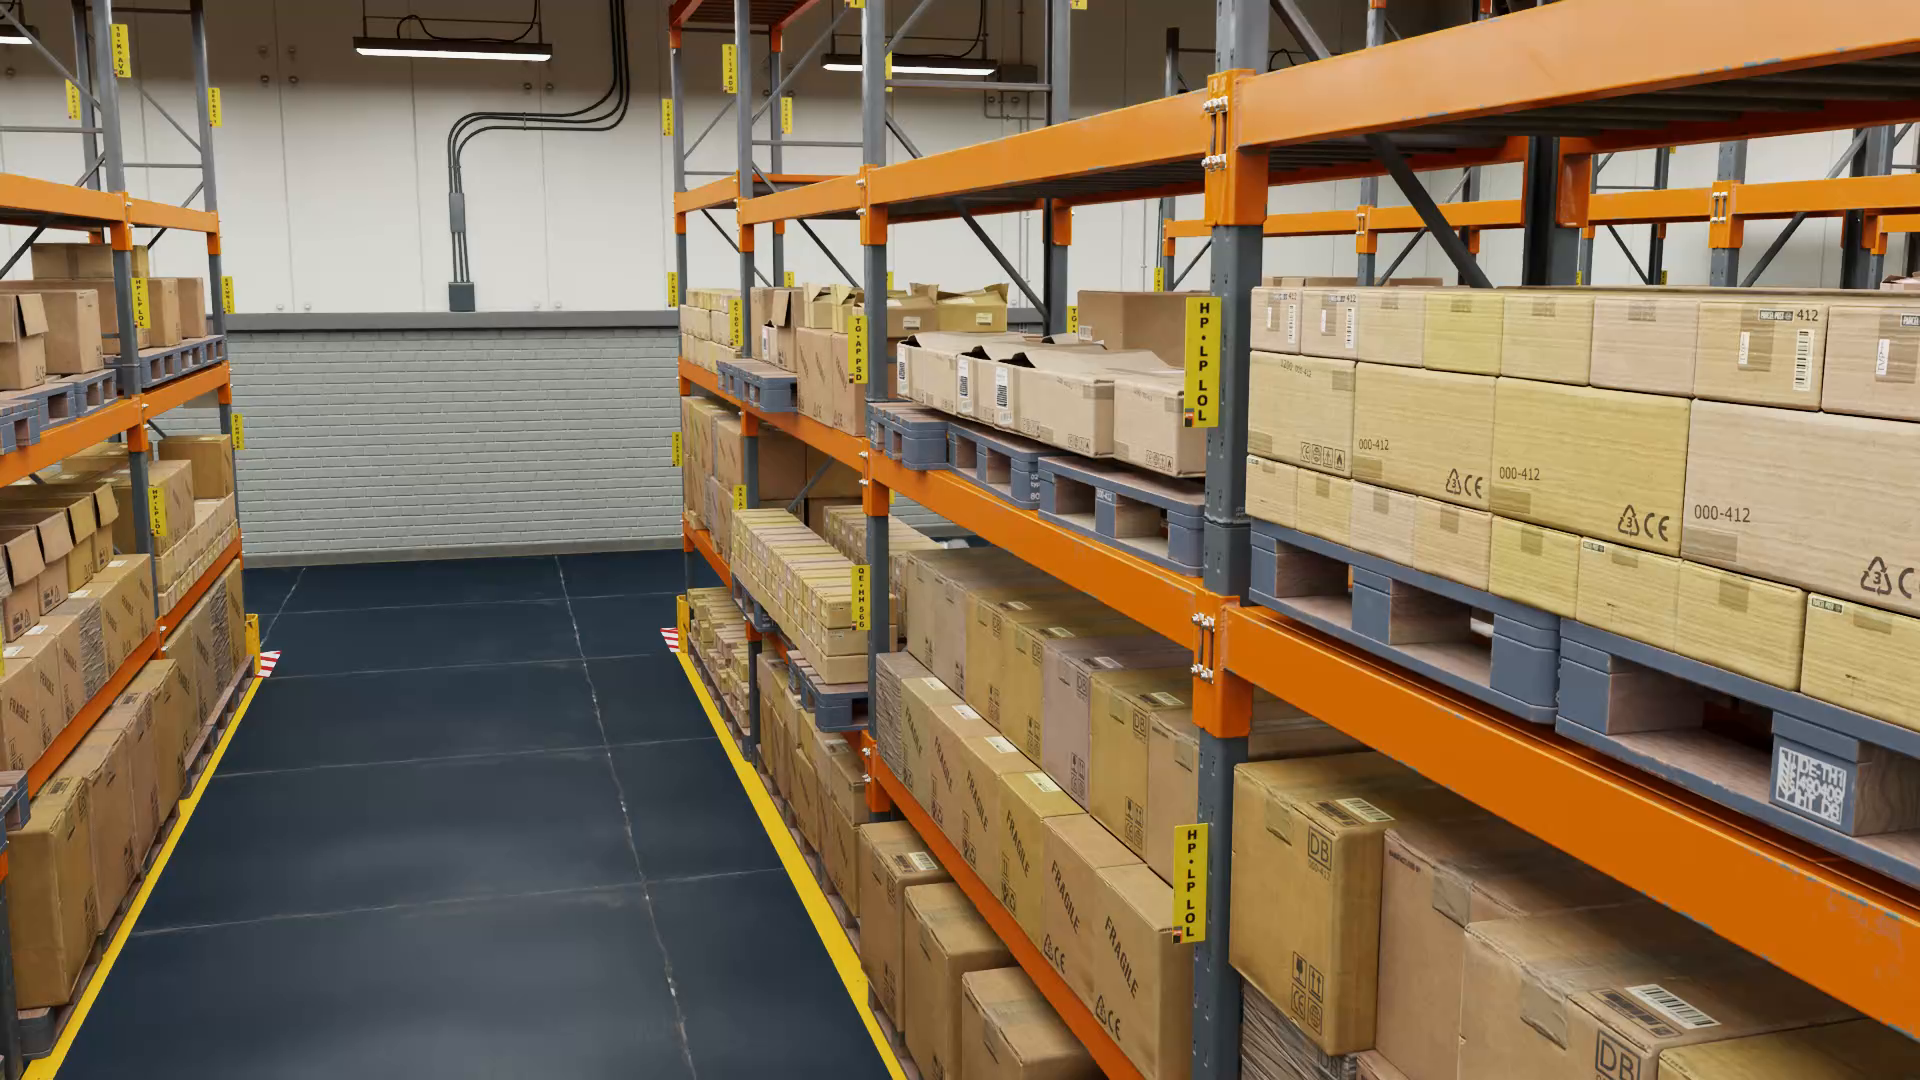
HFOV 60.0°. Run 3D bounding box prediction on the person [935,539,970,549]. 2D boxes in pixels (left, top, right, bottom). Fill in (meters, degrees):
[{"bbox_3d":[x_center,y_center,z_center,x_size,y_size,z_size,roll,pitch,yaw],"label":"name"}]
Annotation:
[{"bbox_3d":[-0.134,0.430,16.851,0.460,0.990,0.917,-3,10,-19],"label":"person"}]
